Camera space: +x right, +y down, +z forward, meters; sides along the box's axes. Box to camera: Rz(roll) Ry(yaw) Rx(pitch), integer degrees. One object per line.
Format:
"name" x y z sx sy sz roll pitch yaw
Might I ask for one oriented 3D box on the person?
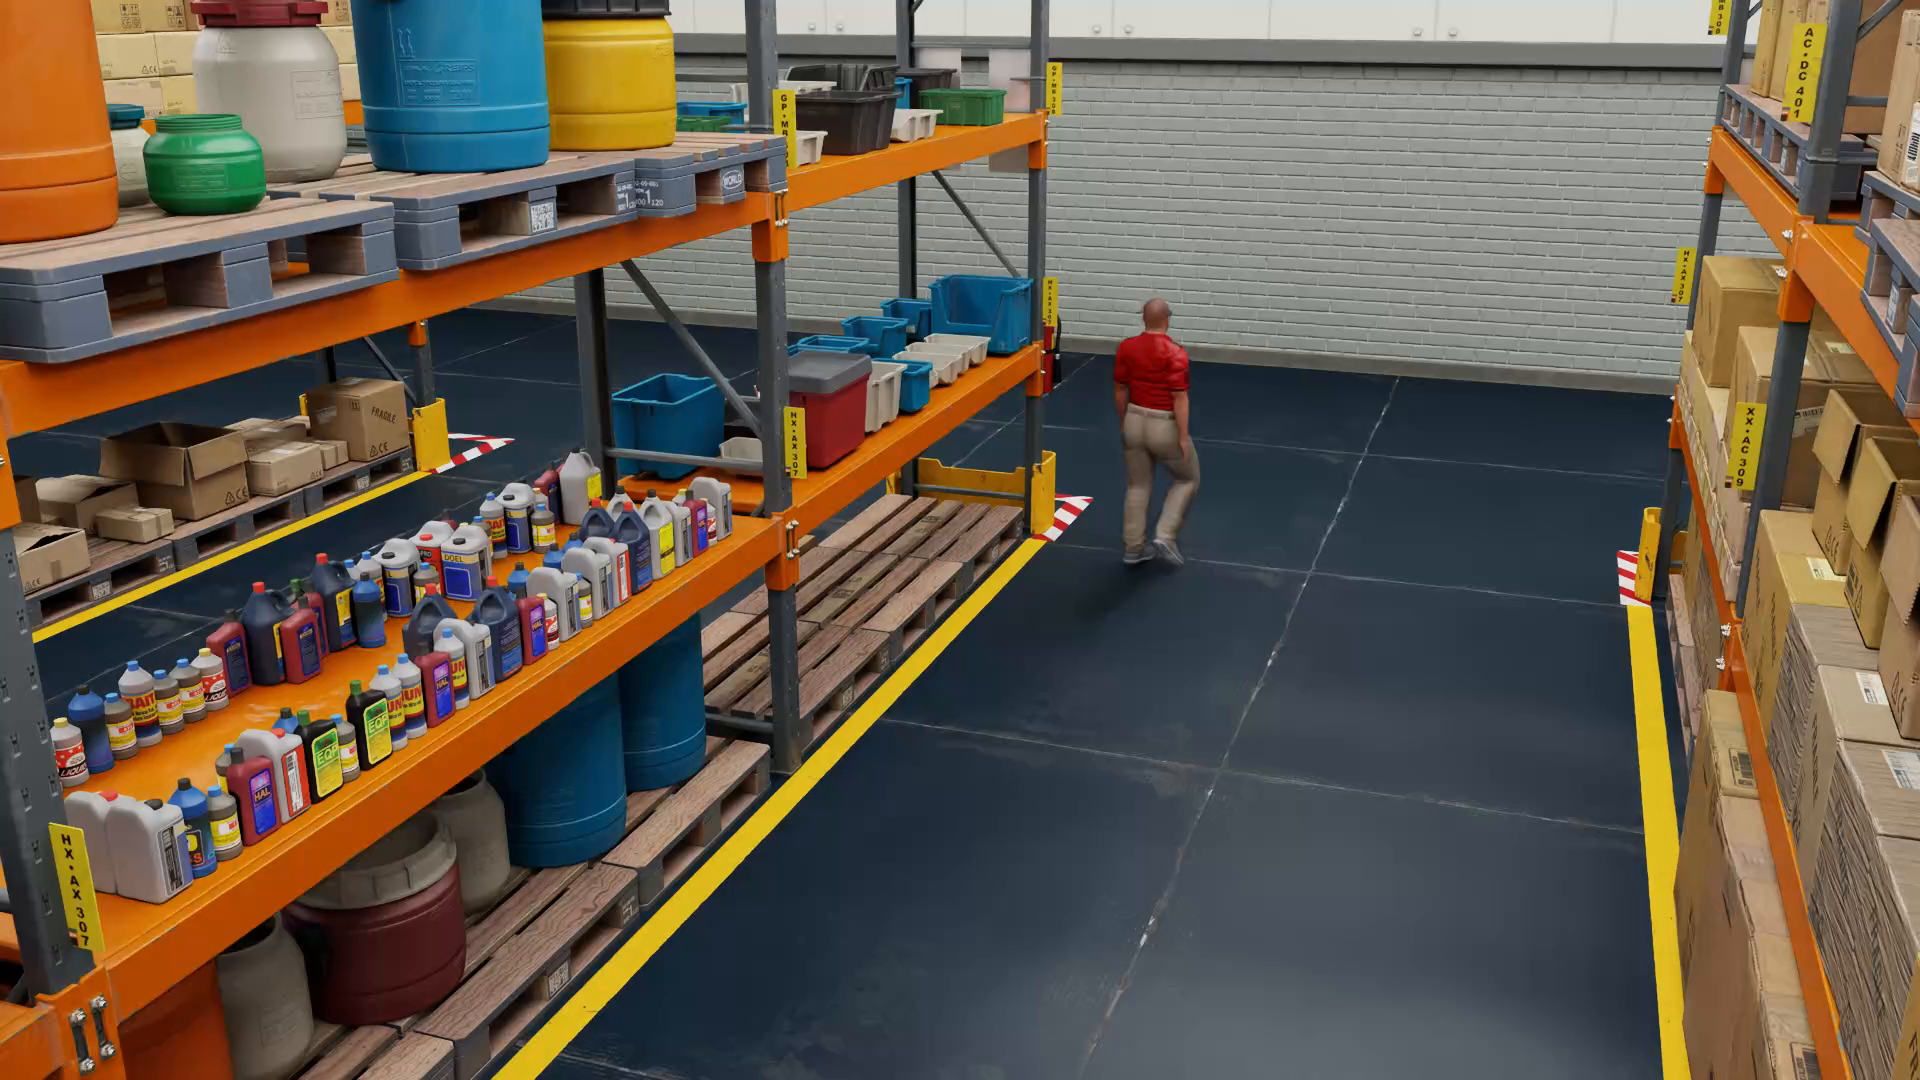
"person" 1.257 -0.664 10.591 0.577 1.786 0.481 12 22 33
